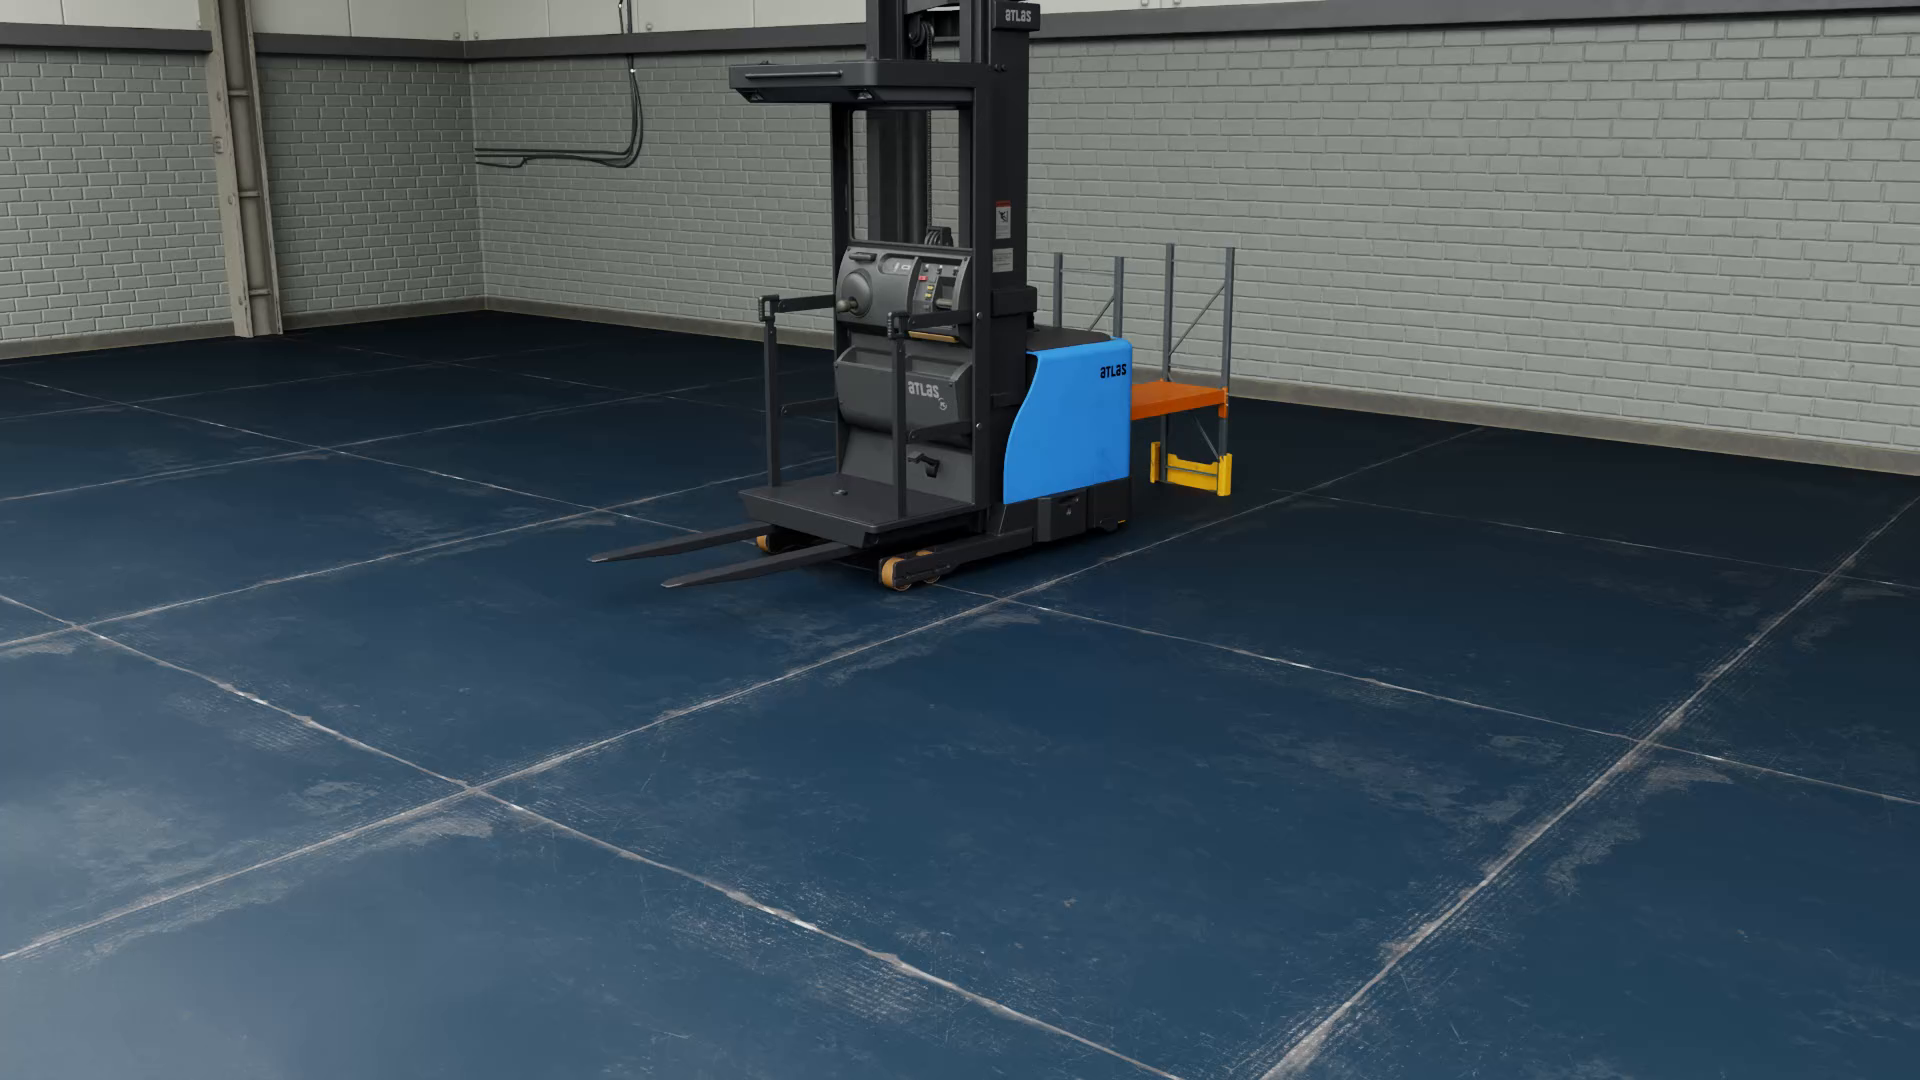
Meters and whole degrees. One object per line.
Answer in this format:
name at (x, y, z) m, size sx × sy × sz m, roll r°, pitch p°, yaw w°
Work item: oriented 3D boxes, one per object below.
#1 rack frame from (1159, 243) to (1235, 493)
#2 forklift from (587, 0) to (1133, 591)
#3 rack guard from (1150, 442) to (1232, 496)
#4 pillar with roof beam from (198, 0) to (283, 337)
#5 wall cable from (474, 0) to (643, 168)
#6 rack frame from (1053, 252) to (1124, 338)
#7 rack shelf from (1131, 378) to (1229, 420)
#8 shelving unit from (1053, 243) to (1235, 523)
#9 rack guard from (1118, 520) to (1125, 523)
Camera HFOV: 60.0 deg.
rack frame at (1.450, -1.056, 10.232) m, size 0.032 × 1.500 × 0.500 m, roll -14°, pitch 20°, yaw -43°
forklift at (-0.447, -1.314, 8.342) m, size 3.031 × 2.935 × 1.130 m, roll -13°, pitch 19°, yaw -42°
rack guard at (1.436, -0.447, 10.373) m, size 0.087 × 0.250 × 0.587 m, roll -14°, pitch 20°, yaw -43°
pillar with roof beam at (-4.143, -5.890, 14.034) m, size 9.100 × 9.000 × 0.400 m, roll 11°, pitch 18°, yaw 38°
wall cable at (-4.611, -5.411, 18.454) m, size 3.097 × 2.526 × 0.112 m, roll 11°, pitch 18°, yaw 38°
rack frame at (0.723, -0.881, 9.544) m, size 0.032 × 1.500 × 0.500 m, roll -14°, pitch 20°, yaw -43°
rack shelf at (1.086, -0.794, 9.933) m, size 1.000 × 0.185 × 0.538 m, roll -14°, pitch 20°, yaw -43°
shelving unit at (1.080, -0.967, 9.882) m, size 1.083 × 1.500 × 0.587 m, roll -14°, pitch 20°, yaw -43°
rack guard at (0.723, -0.275, 9.699) m, size 0.087 × 0.250 × 0.587 m, roll -14°, pitch 20°, yaw -43°
